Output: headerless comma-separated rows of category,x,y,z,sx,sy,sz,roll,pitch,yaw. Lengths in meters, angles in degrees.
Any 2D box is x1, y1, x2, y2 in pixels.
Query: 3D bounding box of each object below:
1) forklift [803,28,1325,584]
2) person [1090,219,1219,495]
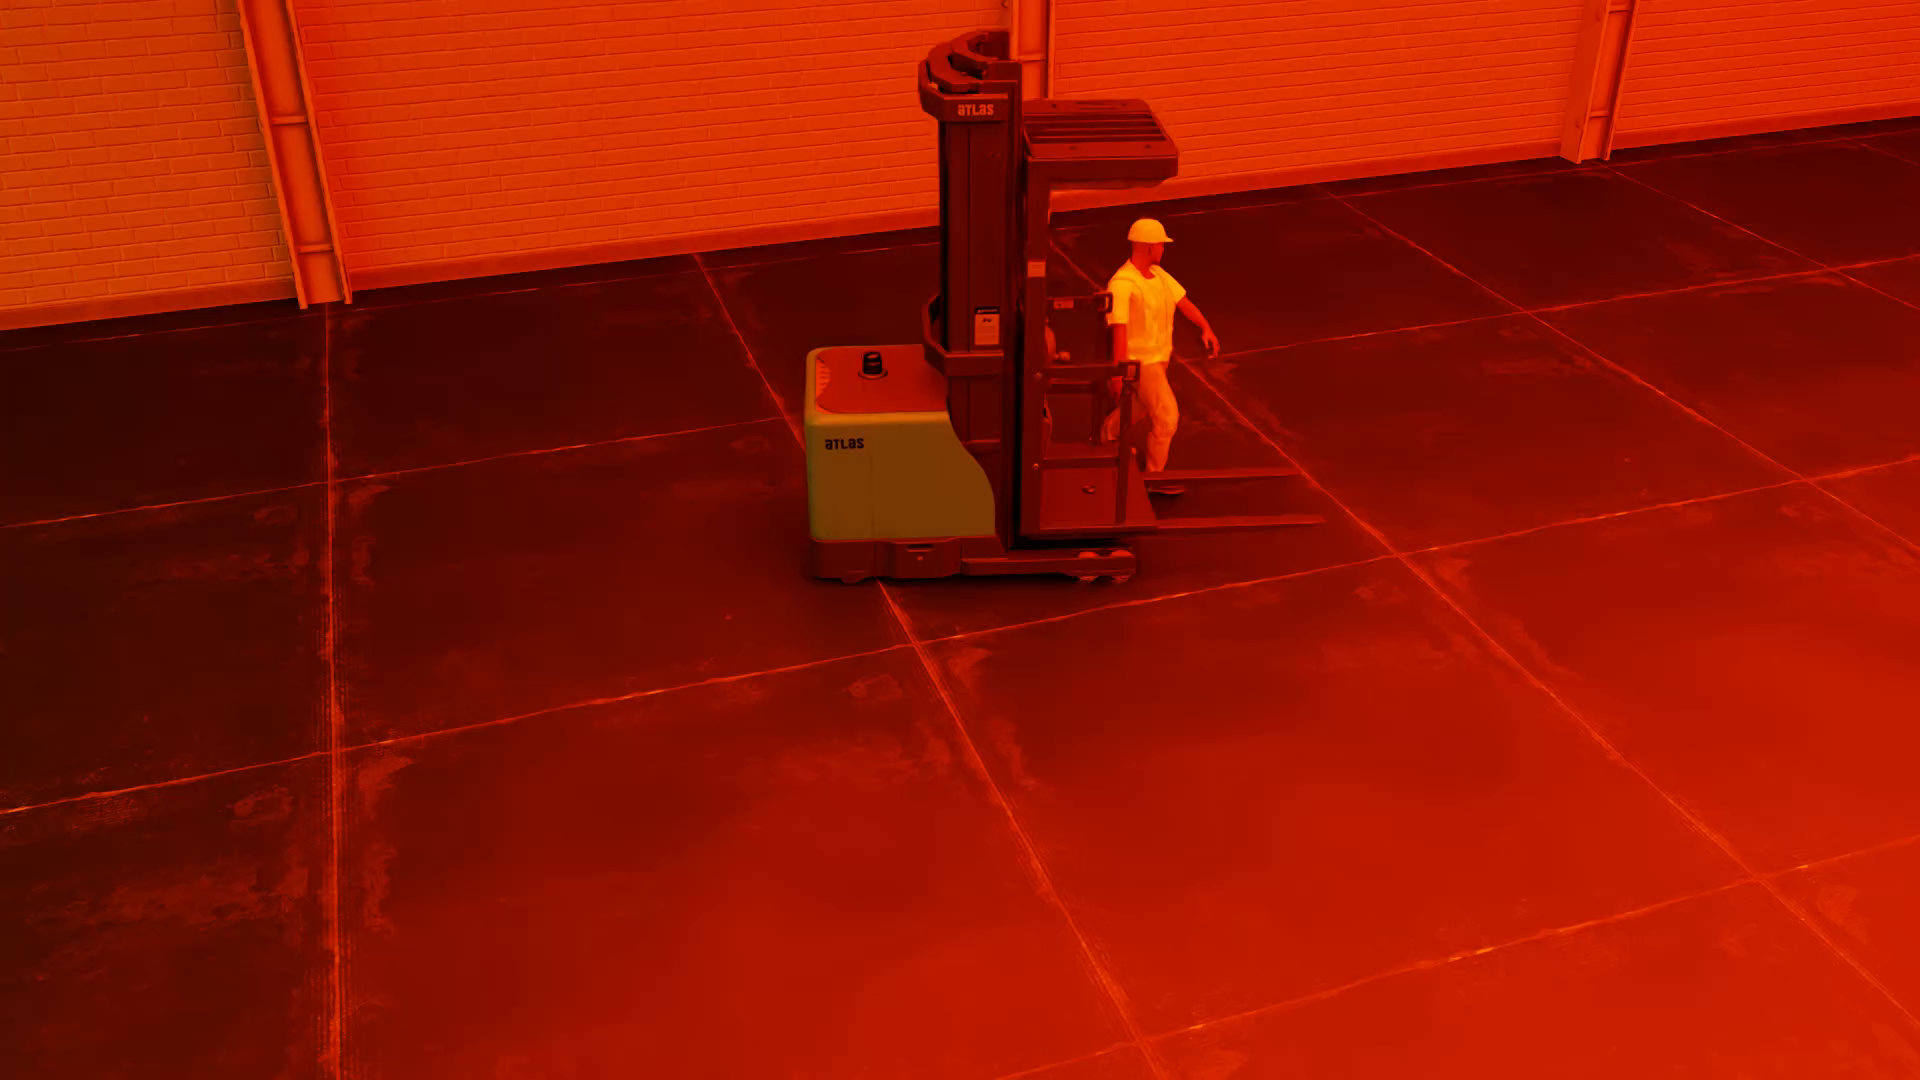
forklift,0.614,-1.299,9.345,3.031,2.935,1.130,-2,30,-3
person,1.168,-1.120,10.310,0.838,1.687,0.756,11,32,19
